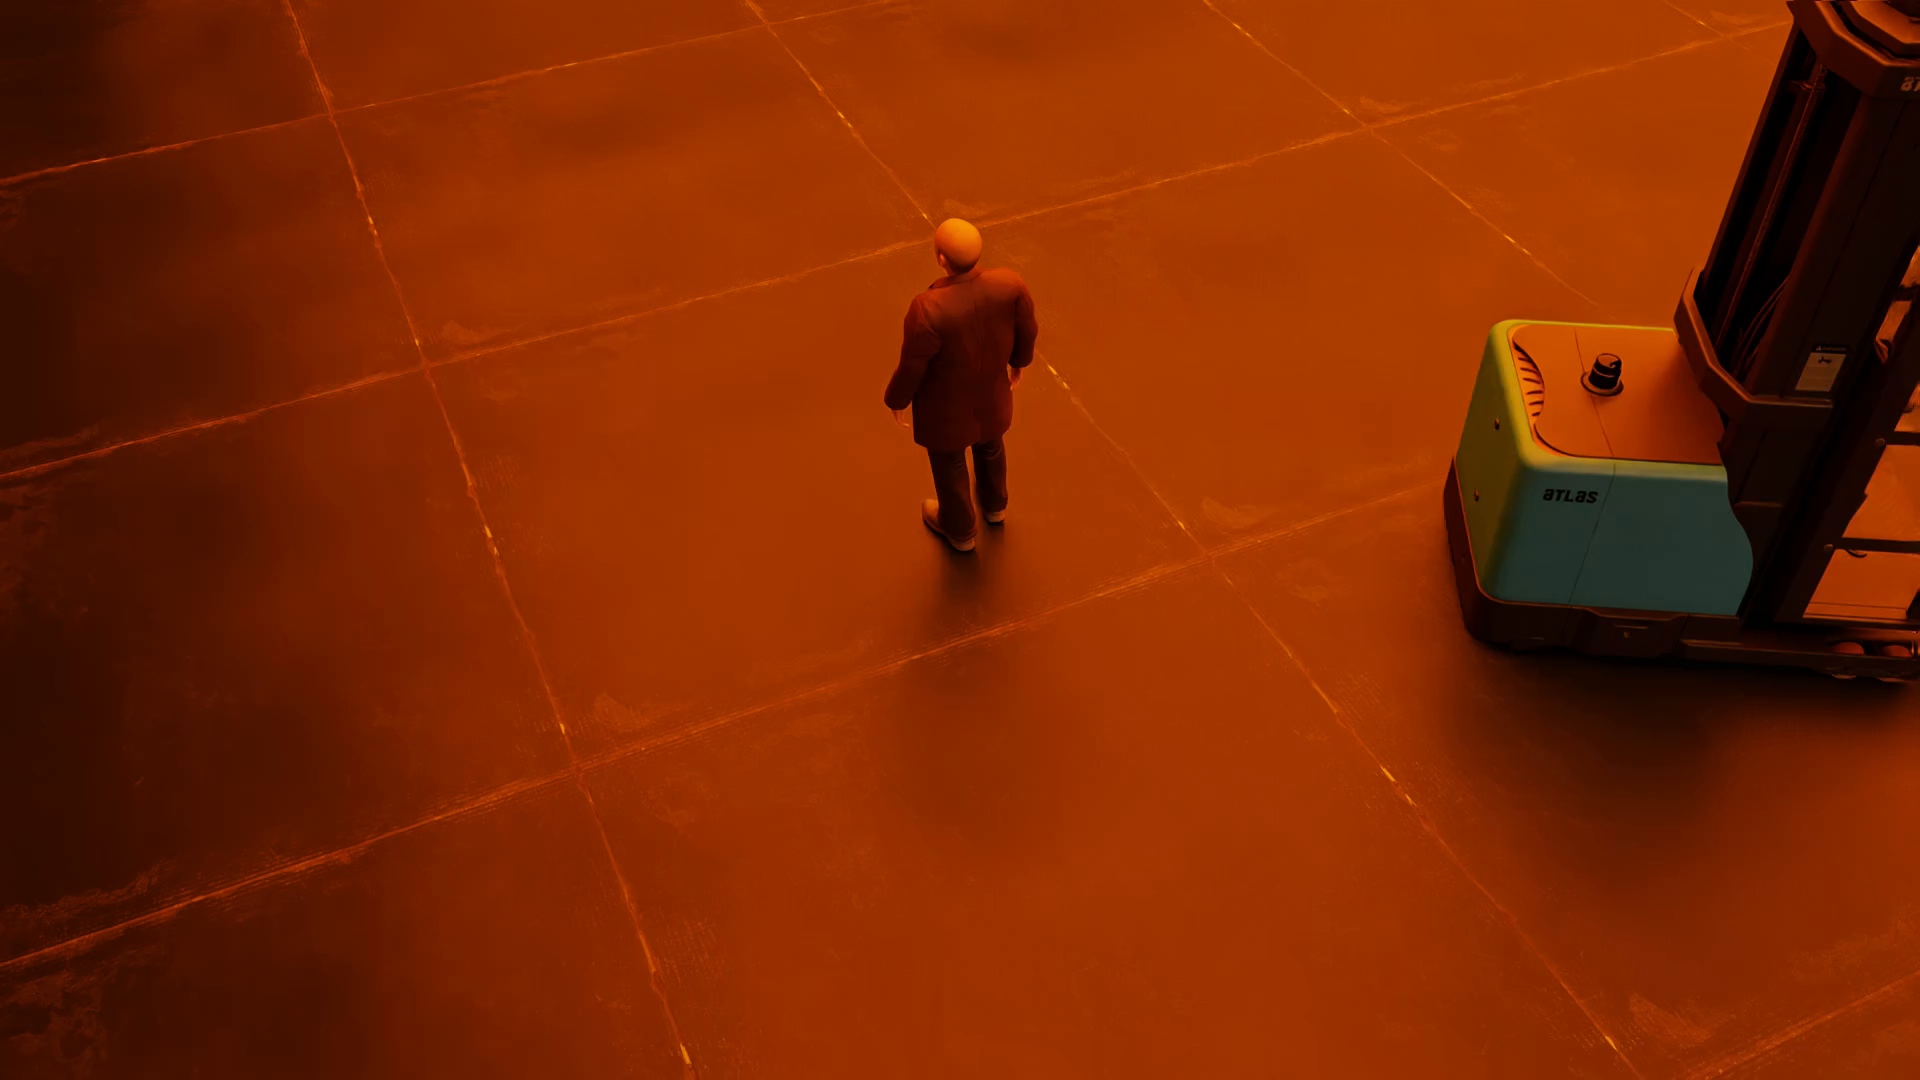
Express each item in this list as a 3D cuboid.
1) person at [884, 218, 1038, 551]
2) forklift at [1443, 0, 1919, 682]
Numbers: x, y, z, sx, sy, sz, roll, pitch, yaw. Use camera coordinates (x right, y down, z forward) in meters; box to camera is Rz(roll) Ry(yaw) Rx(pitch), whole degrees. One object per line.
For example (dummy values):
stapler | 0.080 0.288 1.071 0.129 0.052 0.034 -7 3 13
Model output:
person | -0.034 -0.713 7.279 0.696 1.775 0.582 -18 46 -18
forklift | 3.776 -0.842 6.582 3.031 2.935 1.130 4 43 4
